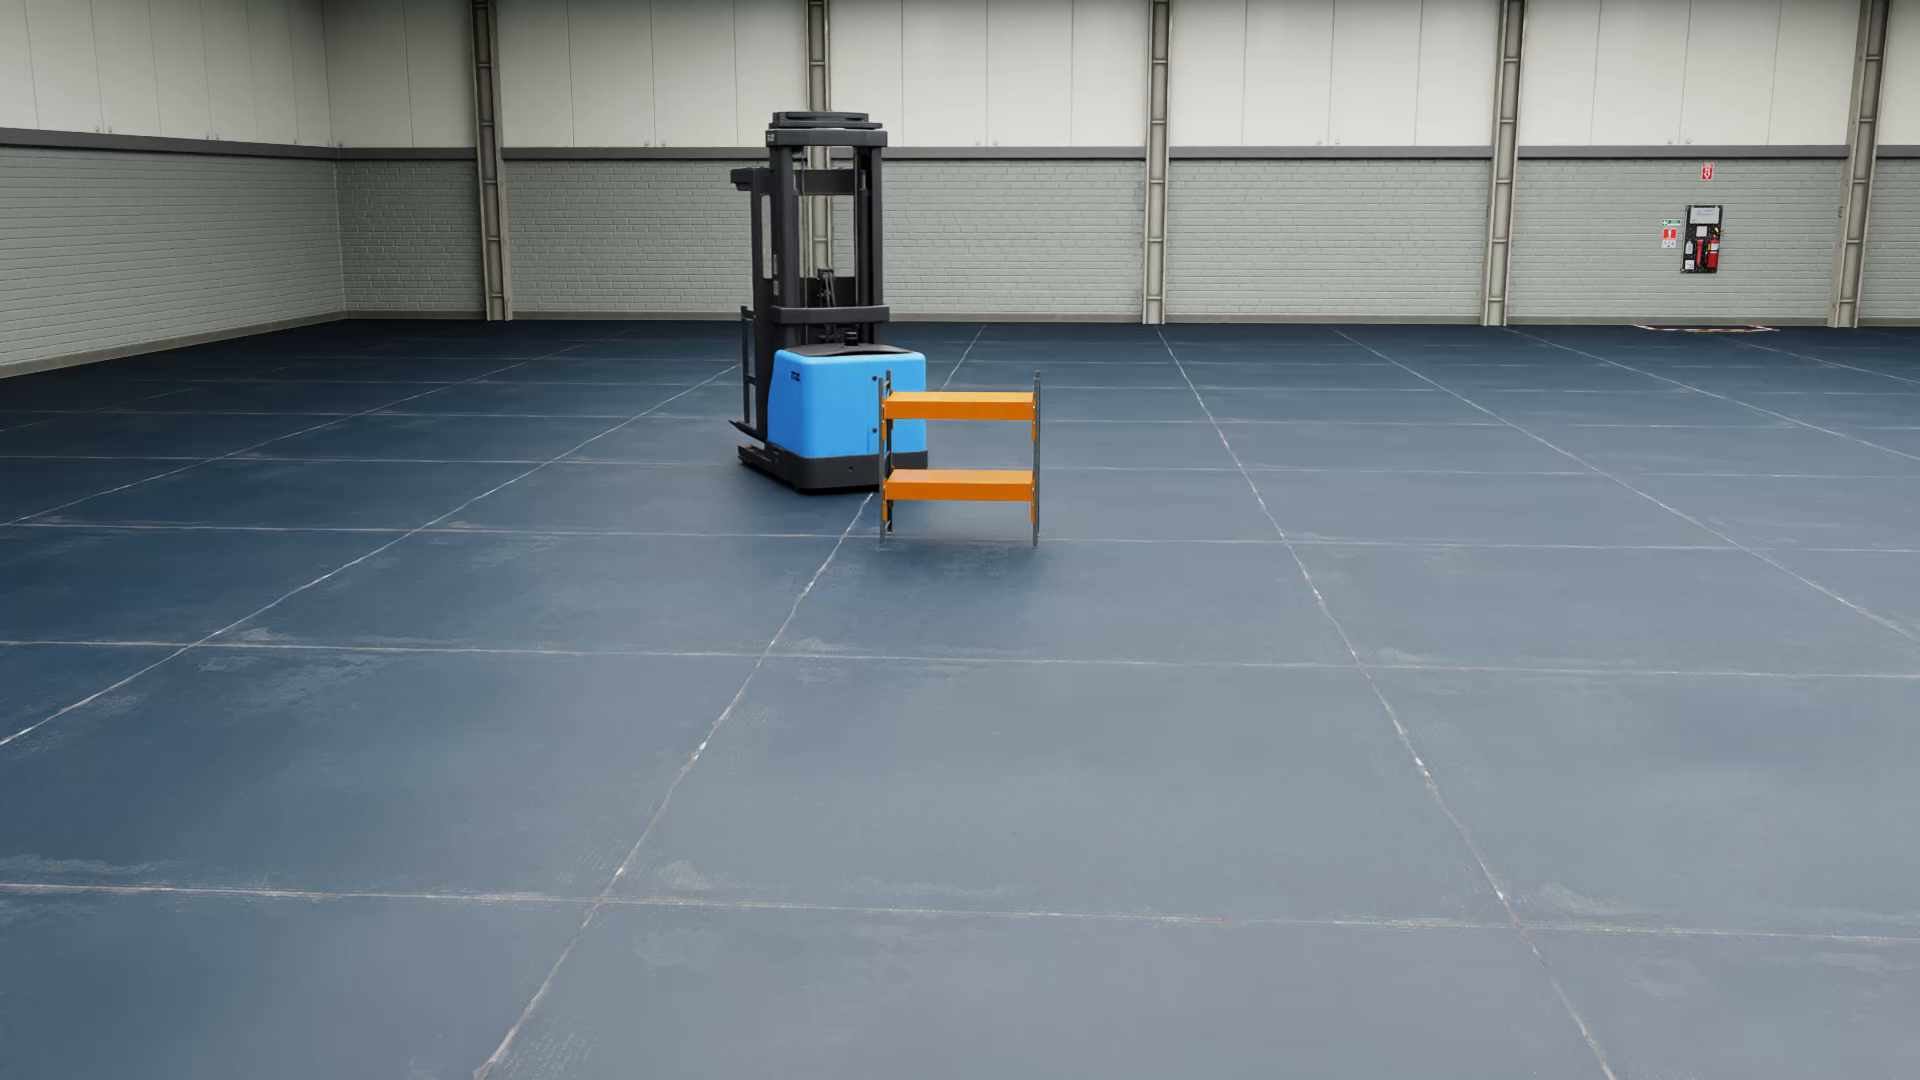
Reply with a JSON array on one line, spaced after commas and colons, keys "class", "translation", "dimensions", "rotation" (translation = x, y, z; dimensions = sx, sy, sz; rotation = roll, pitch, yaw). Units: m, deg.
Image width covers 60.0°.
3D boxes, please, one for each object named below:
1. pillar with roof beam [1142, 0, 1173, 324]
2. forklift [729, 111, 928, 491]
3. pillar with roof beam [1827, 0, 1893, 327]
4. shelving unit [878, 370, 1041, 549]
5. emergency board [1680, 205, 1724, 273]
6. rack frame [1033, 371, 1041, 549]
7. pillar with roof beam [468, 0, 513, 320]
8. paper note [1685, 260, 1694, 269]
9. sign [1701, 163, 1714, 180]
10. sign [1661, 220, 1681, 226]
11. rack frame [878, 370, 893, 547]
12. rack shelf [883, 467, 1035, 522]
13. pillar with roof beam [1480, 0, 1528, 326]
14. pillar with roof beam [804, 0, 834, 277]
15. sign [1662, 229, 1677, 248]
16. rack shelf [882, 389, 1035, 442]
[{"class": "pillar with roof beam", "translation": [3.191, -7.428, 24.800], "dimensions": [0.400, 9.000, 9.100], "rotation": [1, 12, 4]}, {"class": "forklift", "translation": [-1.276, -2.079, 14.050], "dimensions": [1.130, 2.935, 3.031], "rotation": [-5, 13, -22]}, {"class": "pillar with roof beam", "translation": [15.164, -7.264, 24.015], "dimensions": [0.400, 9.000, 9.100], "rotation": [1, 12, 4]}, {"class": "shelving unit", "translation": [0.007, -0.550, 11.152], "dimensions": [1.048, 1.125, 0.538], "rotation": [1, 12, 4]}, {"class": "emergency board", "translation": [12.989, -5.249, 29.033], "dimensions": [0.643, 1.169, 0.194], "rotation": [1, 12, 4]}, {"class": "rack frame", "translation": [0.514, -0.544, 11.119], "dimensions": [0.032, 1.125, 0.500], "rotation": [1, 12, 4]}, {"class": "pillar with roof beam", "translation": [-8.782, -7.592, 25.585], "dimensions": [0.400, 9.000, 9.100], "rotation": [1, 12, 4]}, {"class": "paper note", "translation": [12.817, -4.834, 29.202], "dimensions": [0.142, 0.148, 0.016], "rotation": [1, 12, 4]}, {"class": "sign", "translation": [12.987, -6.404, 28.893], "dimensions": [0.199, 0.298, 0.001], "rotation": [1, 12, 4]}, {"class": "sign", "translation": [12.448, -5.552, 29.103], "dimensions": [0.331, 0.109, 0.001], "rotation": [1, 12, 4]}, {"class": "rack frame", "translation": [-0.500, -0.557, 11.186], "dimensions": [0.032, 1.125, 0.500], "rotation": [1, 12, 4]}, {"class": "rack shelf", "translation": [0.007, -0.311, 11.203], "dimensions": [1.000, 0.278, 0.538], "rotation": [1, 12, 4]}, {"class": "pillar with roof beam", "translation": [9.177, -7.346, 24.408], "dimensions": [0.400, 9.000, 9.100], "rotation": [1, 12, 4]}, {"class": "pillar with roof beam", "translation": [-2.796, -7.510, 25.193], "dimensions": [0.400, 9.000, 9.100], "rotation": [1, 12, 4]}, {"class": "sign", "translation": [12.444, -5.295, 29.166], "dimensions": [0.234, 0.329, 0.001], "rotation": [1, 12, 4]}, {"class": "rack shelf", "translation": [0.007, -0.837, 11.093], "dimensions": [1.000, 0.278, 0.538], "rotation": [1, 12, 4]}]
